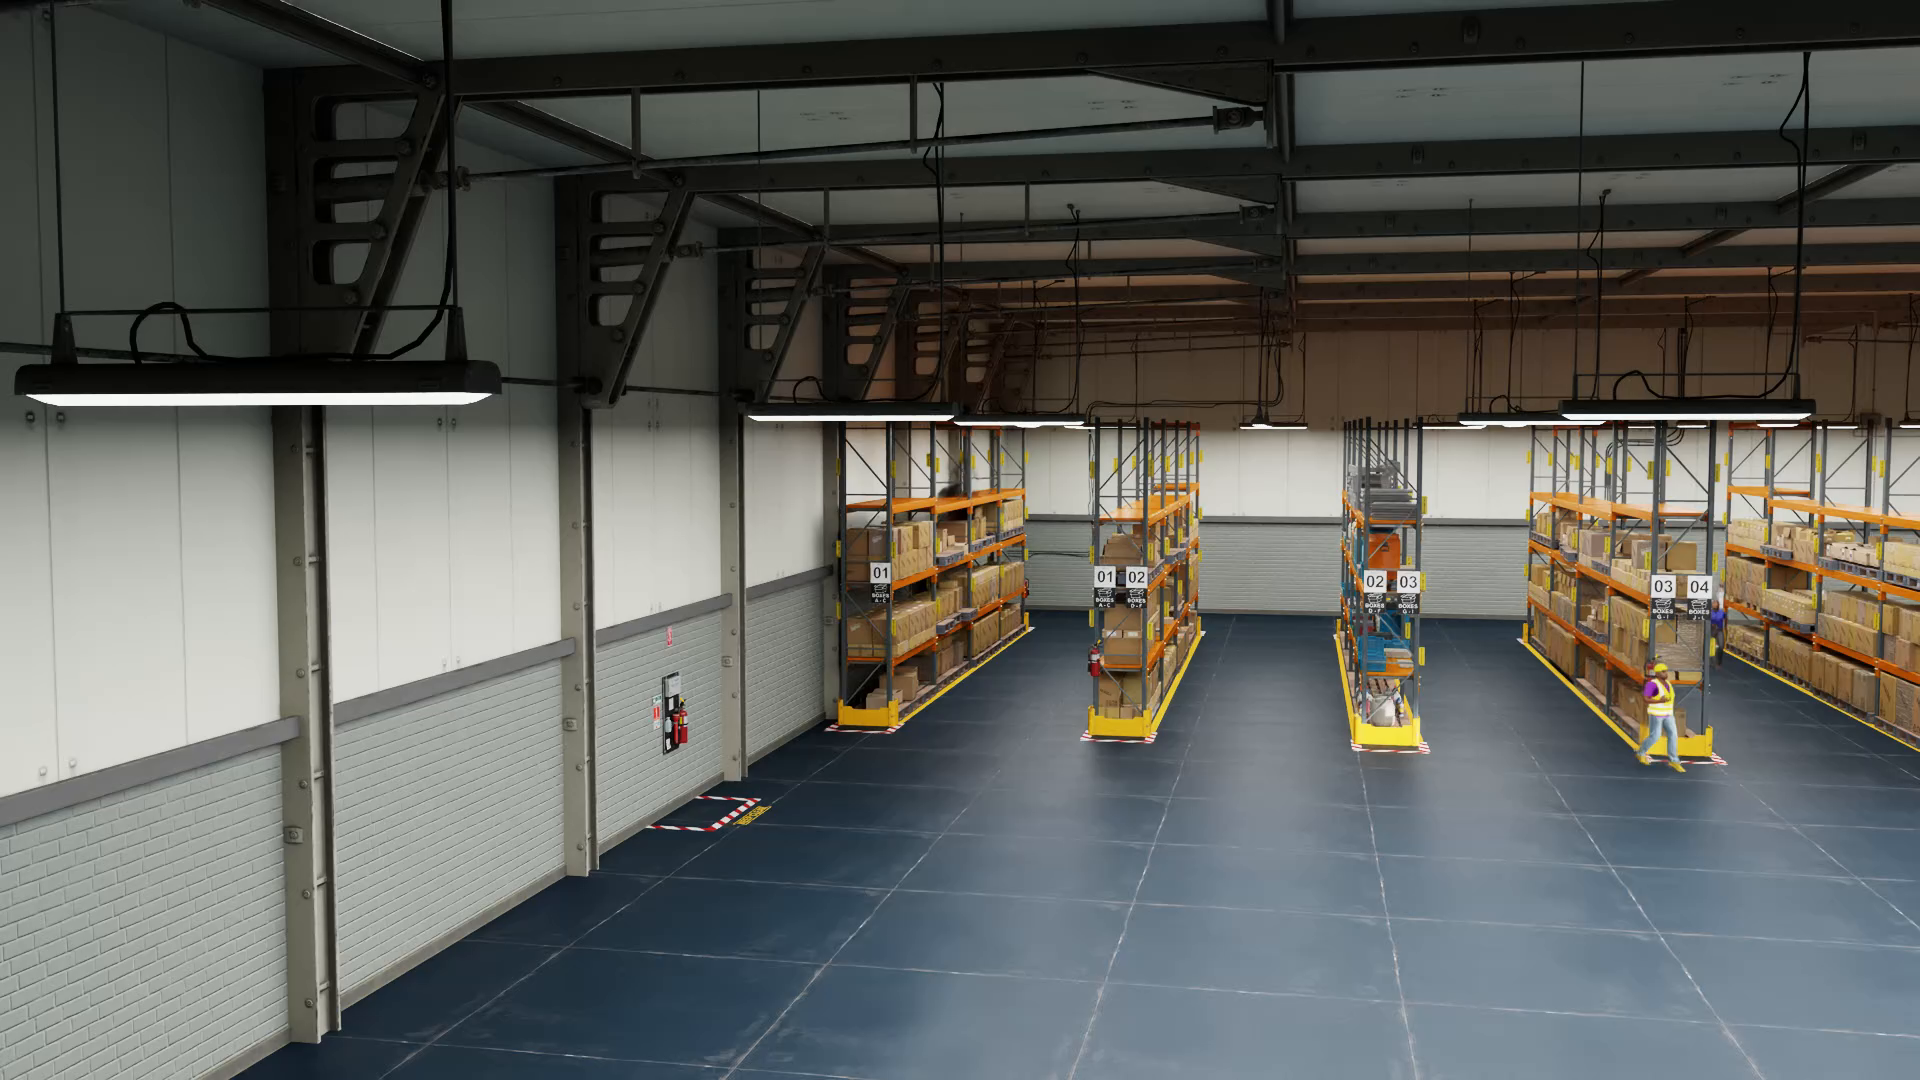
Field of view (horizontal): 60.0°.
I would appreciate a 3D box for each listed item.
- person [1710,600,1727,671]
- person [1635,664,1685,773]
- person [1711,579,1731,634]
[{"bbox_3d":[18.288,2.347,40.270,0.581,1.612,0.759,1,4,14],"label":"person"},{"bbox_3d":[11.870,2.995,28.194,0.698,1.804,0.841,-2,4,-25],"label":"person"},{"bbox_3d":[20.717,1.891,45.198,0.541,1.760,0.731,0,4,4],"label":"person"}]
